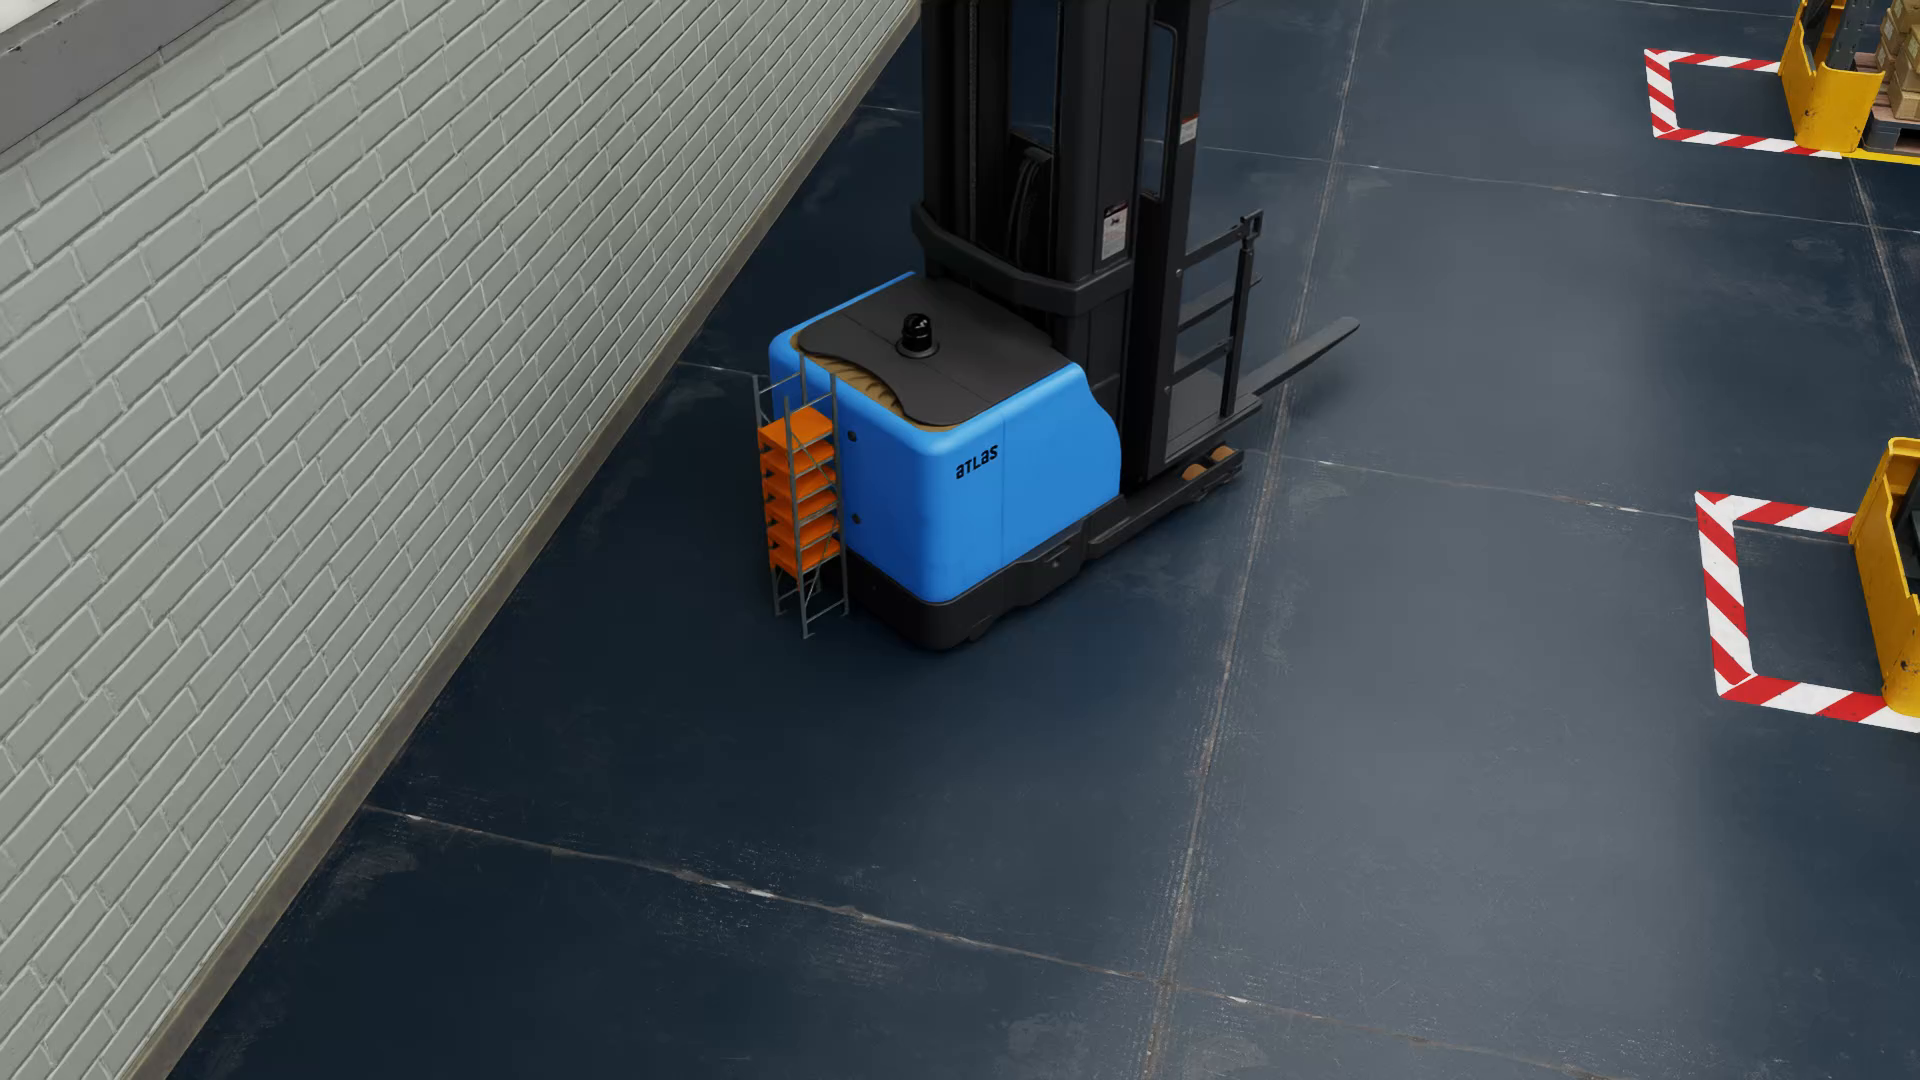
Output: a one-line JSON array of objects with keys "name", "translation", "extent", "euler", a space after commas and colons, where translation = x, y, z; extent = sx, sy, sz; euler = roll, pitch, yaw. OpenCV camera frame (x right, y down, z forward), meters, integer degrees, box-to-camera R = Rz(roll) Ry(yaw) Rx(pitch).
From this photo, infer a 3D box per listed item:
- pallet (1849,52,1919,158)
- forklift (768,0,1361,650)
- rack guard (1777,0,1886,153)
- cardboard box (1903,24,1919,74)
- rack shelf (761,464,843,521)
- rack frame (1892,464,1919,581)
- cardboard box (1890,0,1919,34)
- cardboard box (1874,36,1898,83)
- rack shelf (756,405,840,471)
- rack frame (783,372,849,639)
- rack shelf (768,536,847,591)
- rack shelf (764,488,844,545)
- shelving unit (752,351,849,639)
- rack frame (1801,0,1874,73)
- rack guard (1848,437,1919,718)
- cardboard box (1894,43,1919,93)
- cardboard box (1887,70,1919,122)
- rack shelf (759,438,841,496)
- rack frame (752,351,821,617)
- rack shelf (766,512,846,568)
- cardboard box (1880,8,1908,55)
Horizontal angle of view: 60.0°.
[{"name": "pallet", "translation": [6.166, -2.639, 10.228], "extent": [1.213, 0.211, 1.003], "euler": [10, 41, 11]}, {"name": "forklift", "translation": [0.647, -1.515, 6.775], "extent": [3.031, 2.935, 1.130], "euler": [-31, 49, -32]}, {"name": "rack guard", "translation": [5.390, -2.906, 10.322], "extent": [0.348, 0.500, 1.175], "euler": [10, 41, 11]}, {"name": "cardboard box", "translation": [5.735, -2.875, 9.768], "extent": [0.250, 0.149, 0.380], "euler": [8, 41, 9]}, {"name": "rack shelf", "translation": [-0.611, -0.208, 6.448], "extent": [0.258, 0.103, 0.180], "euler": [-31, 49, -31]}, {"name": "rack frame", "translation": [3.937, -0.812, 5.884], "extent": [0.127, 3.000, 1.000], "euler": [10, 41, 11]}, {"name": "cardboard box", "translation": [5.894, -3.243, 10.206], "extent": [0.250, 0.149, 0.380], "euler": [10, 41, 12]}, {"name": "cardboard box", "translation": [5.879, -2.987, 10.365], "extent": [0.250, 0.149, 0.380], "euler": [10, 41, 12]}, {"name": "rack shelf", "translation": [-0.611, -0.392, 6.293], "extent": [0.258, 0.103, 0.180], "euler": [-31, 49, -31]}, {"name": "rack frame", "translation": [-0.549, -0.107, 6.445], "extent": [0.240, 1.200, 0.006], "euler": [-31, 49, -31]}, {"name": "rack shelf", "translation": [-0.611, 0.067, 6.679], "extent": [0.258, 0.103, 0.180], "euler": [-31, 49, -31]}, {"name": "rack shelf", "translation": [-0.611, -0.116, 6.525], "extent": [0.258, 0.103, 0.180], "euler": [-31, 49, -31]}, {"name": "shelving unit", "translation": [-0.611, -0.150, 6.496], "extent": [0.258, 1.200, 0.189], "euler": [-31, 49, -31]}, {"name": "rack frame", "translation": [5.317, -3.876, 9.533], "extent": [0.127, 3.000, 1.000], "euler": [10, 41, 11]}, {"name": "rack guard", "translation": [3.914, 0.142, 6.693], "extent": [0.348, 0.500, 1.175], "euler": [10, 41, 11]}, {"name": "cardboard box", "translation": [5.757, -2.813, 9.926], "extent": [0.250, 0.149, 0.380], "euler": [11, 41, 13]}, {"name": "cardboard box", "translation": [5.740, -2.659, 9.974], "extent": [0.250, 0.149, 0.380], "euler": [11, 41, 12]}, {"name": "rack shelf", "translation": [-0.611, -0.300, 6.370], "extent": [0.258, 0.103, 0.180], "euler": [-31, 49, -31]}, {"name": "rack frame", "translation": [-0.674, -0.194, 6.547], "extent": [0.240, 1.200, 0.006], "euler": [-31, 49, -31]}, {"name": "rack shelf", "translation": [-0.611, -0.025, 6.602], "extent": [0.258, 0.103, 0.180], "euler": [-31, 49, -31]}, {"name": "cardboard box", "translation": [5.901, -3.149, 10.326], "extent": [0.250, 0.149, 0.380], "euler": [9, 41, 10]}]
